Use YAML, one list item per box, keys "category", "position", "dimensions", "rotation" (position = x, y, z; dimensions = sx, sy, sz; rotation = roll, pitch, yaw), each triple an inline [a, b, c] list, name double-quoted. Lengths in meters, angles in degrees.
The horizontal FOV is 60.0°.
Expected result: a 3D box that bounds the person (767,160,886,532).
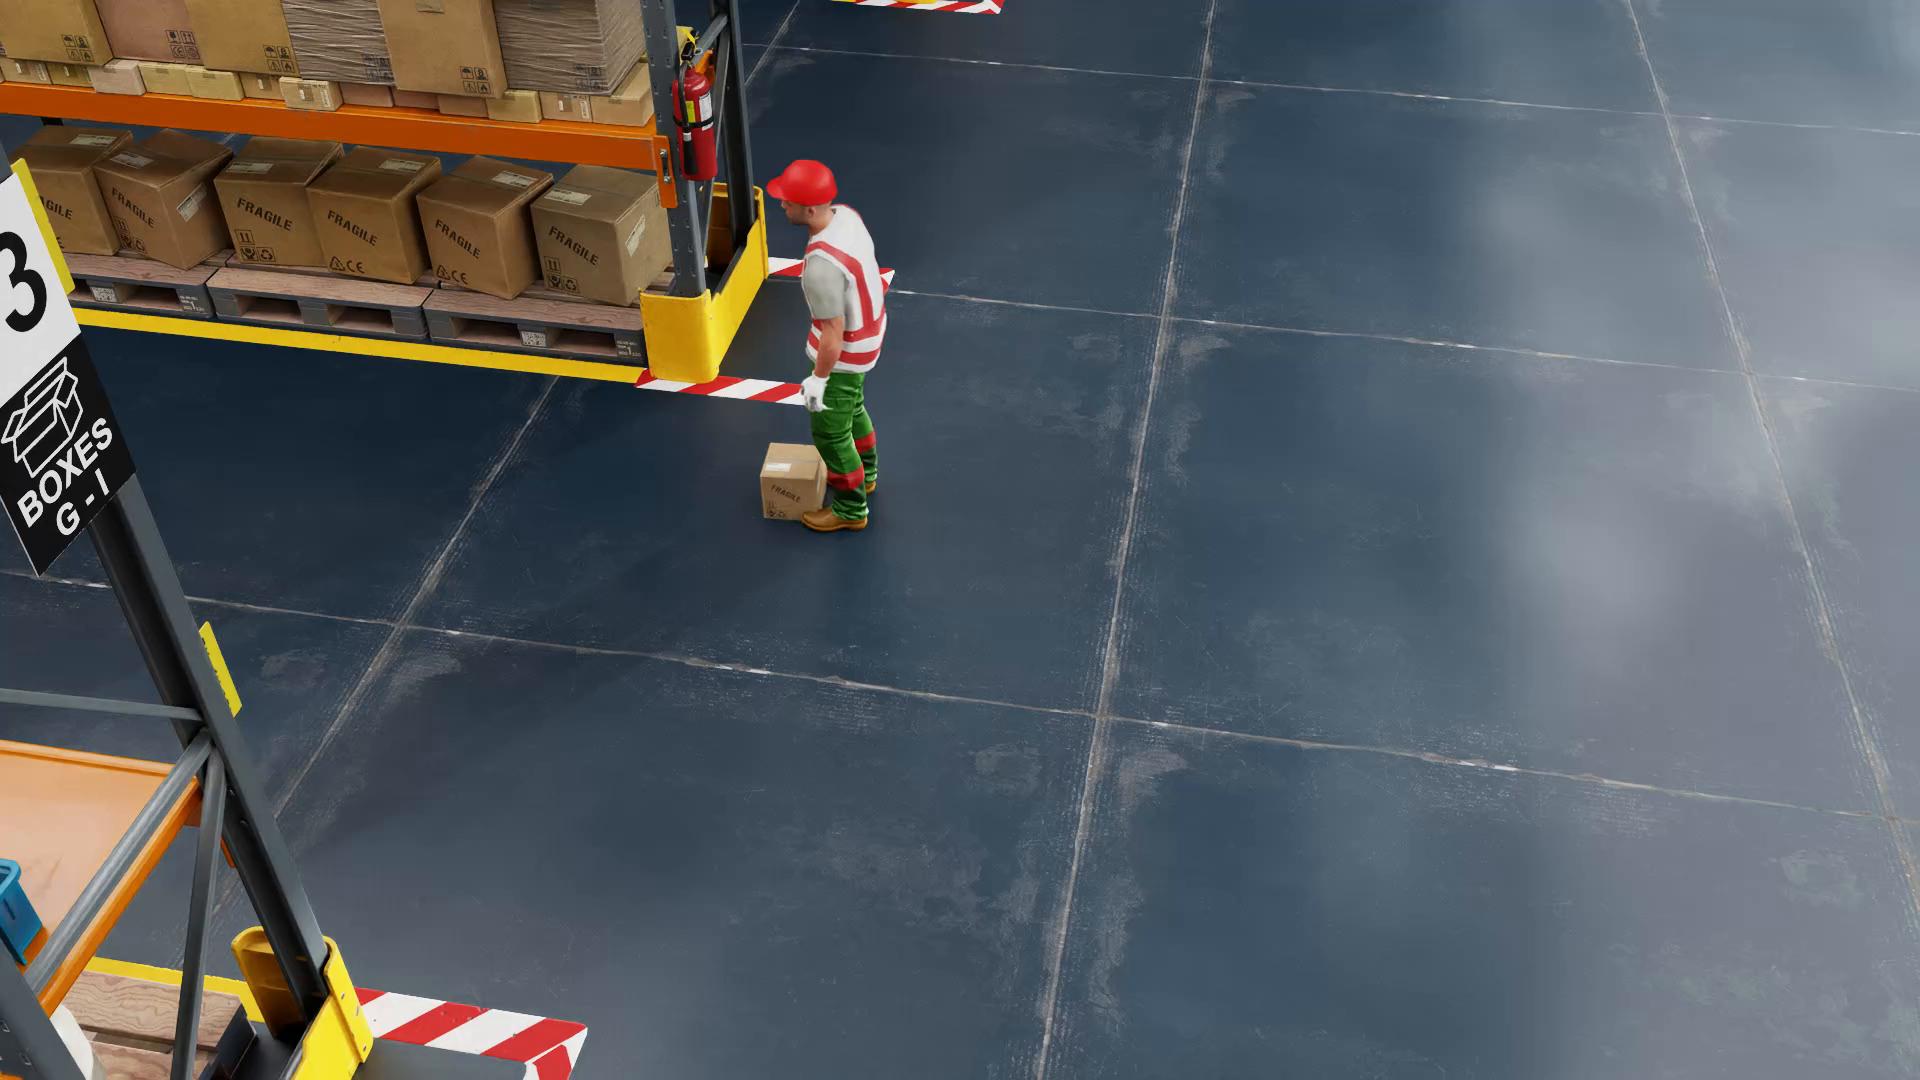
- category: "person"
  position: [-0.544, -0.816, 7.111]
  dimensions: [0.449, 1.780, 0.623]
  rotation: [5, 40, 6]
